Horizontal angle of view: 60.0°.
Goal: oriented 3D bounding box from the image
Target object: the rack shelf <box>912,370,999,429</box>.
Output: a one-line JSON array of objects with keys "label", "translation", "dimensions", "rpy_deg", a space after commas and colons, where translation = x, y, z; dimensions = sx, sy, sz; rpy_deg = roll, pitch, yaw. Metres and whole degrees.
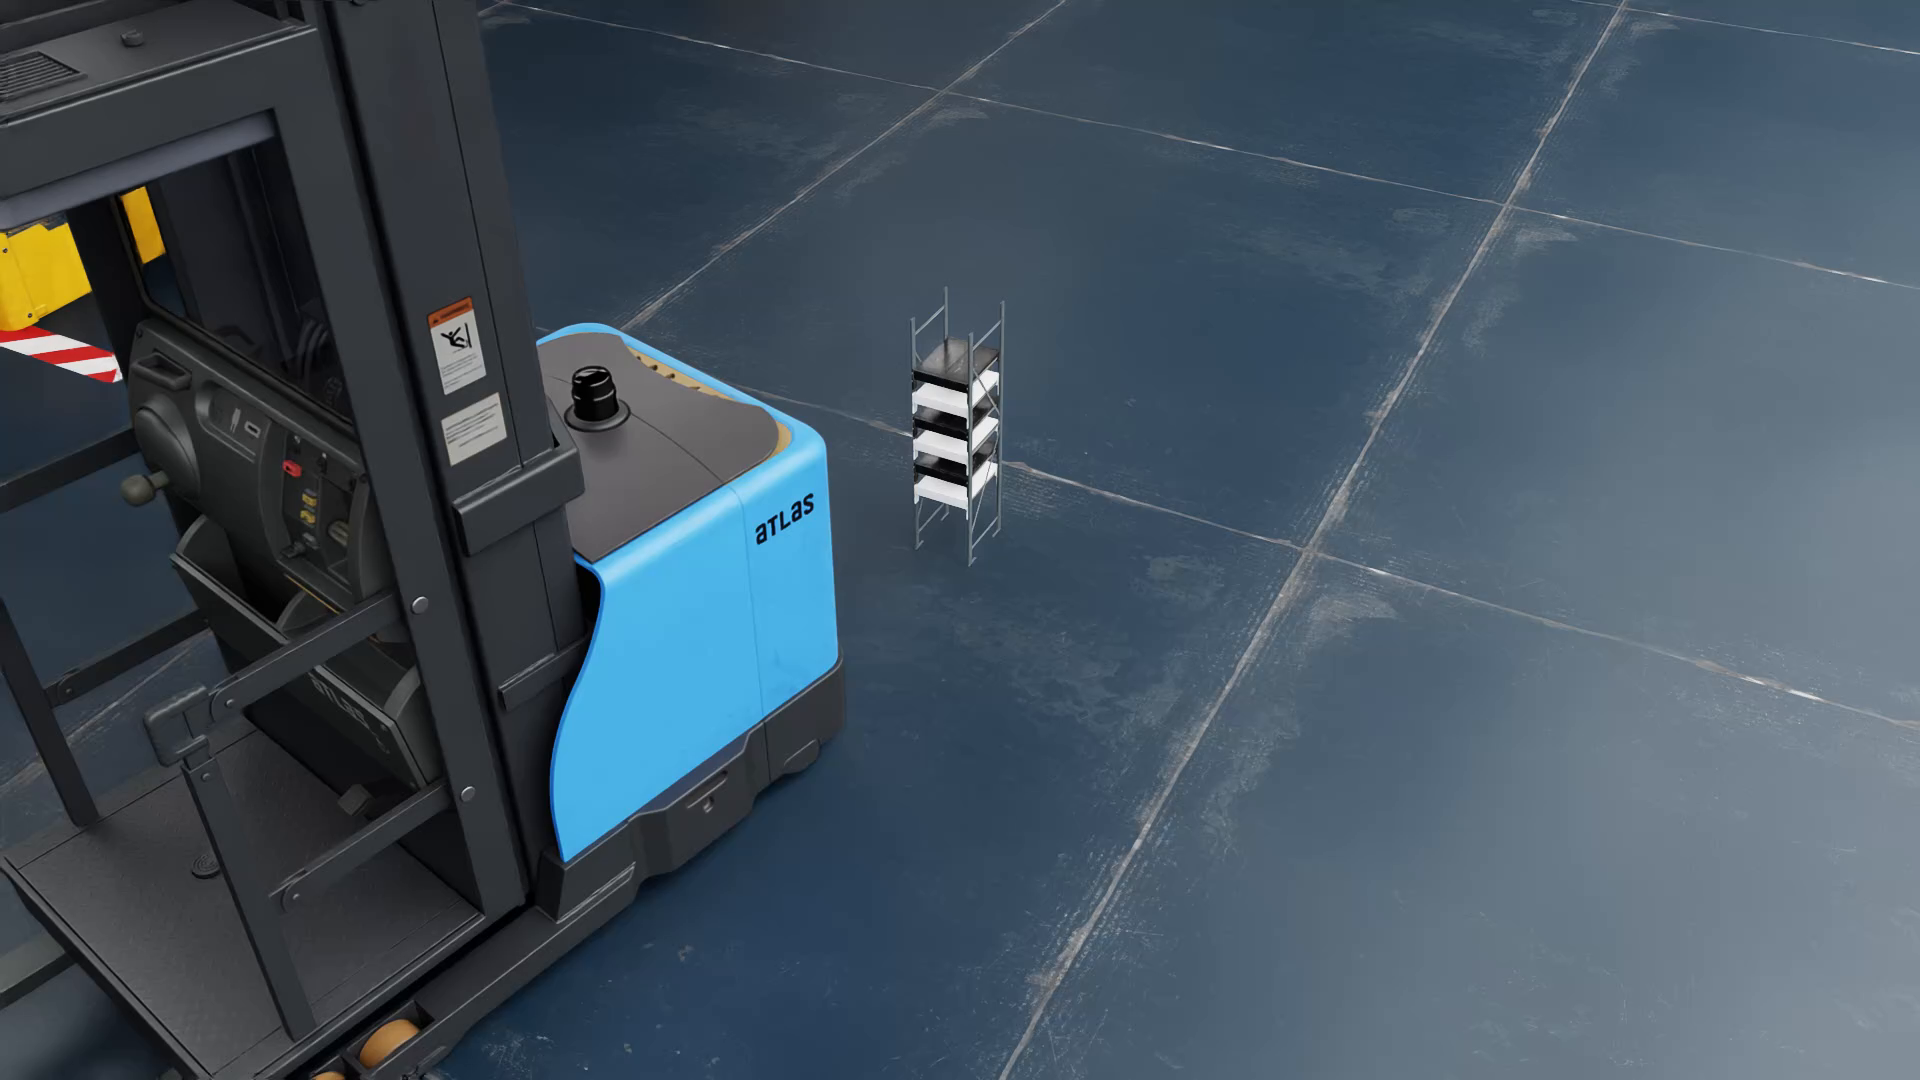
[{"label": "rack shelf", "translation": [-0.007, -0.478, 5.392], "dimensions": [0.200, 0.077, 0.258], "rpy_deg": [17, 41, 21]}]

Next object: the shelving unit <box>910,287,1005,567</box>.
[{"label": "shelving unit", "translation": [-0.007, -0.361, 5.481], "dimensions": [0.210, 0.900, 0.258], "rpy_deg": [17, 41, 21]}]

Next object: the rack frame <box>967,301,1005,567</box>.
[{"label": "rack frame", "translation": [0.083, -0.332, 5.444], "dimensions": [0.006, 0.900, 0.240], "rpy_deg": [17, 41, 21]}]

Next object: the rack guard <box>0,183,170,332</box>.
[{"label": "rack guard", "translation": [-3.797, -1.411, 7.195], "dimensions": [0.348, 0.500, 1.175], "rpy_deg": [17, 41, 21]}]

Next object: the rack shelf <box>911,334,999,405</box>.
[{"label": "rack shelf", "translation": [-0.007, -0.549, 5.338], "dimensions": [0.200, 0.077, 0.258], "rpy_deg": [17, 41, 21]}]

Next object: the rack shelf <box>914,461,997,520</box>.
[{"label": "rack shelf", "translation": [-0.007, -0.191, 5.610], "dimensions": [0.200, 0.077, 0.258], "rpy_deg": [17, 41, 21]}]

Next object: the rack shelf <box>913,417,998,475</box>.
[{"label": "rack shelf", "translation": [-0.007, -0.334, 5.501], "dimensions": [0.200, 0.077, 0.258], "rpy_deg": [17, 41, 21]}]

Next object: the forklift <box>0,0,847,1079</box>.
[{"label": "forklift", "translation": [-1.674, -0.101, 3.459], "dimensions": [1.130, 2.935, 3.031], "rpy_deg": [27, 45, 31]}]

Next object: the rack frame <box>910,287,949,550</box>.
[{"label": "rack frame", "translation": [-0.097, -0.389, 5.518], "dimensions": [0.006, 0.900, 0.240], "rpy_deg": [17, 41, 21]}]

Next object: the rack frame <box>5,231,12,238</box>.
[{"label": "rack frame", "translation": [-3.729, -2.385, 6.411], "dimensions": [0.127, 3.000, 1.000], "rpy_deg": [17, 41, 21]}]

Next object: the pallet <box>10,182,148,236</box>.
[{"label": "pallet", "translation": [-4.502, -1.540, 7.605], "dimensions": [1.213, 0.211, 1.003], "rpy_deg": [17, 41, 21]}]

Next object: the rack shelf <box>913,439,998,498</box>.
[{"label": "rack shelf", "translation": [-0.007, -0.262, 5.555], "dimensions": [0.200, 0.077, 0.258], "rpy_deg": [17, 41, 21]}]

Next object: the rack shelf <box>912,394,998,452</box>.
[{"label": "rack shelf", "translation": [-0.007, -0.406, 5.447], "dimensions": [0.200, 0.077, 0.258], "rpy_deg": [17, 41, 21]}]
